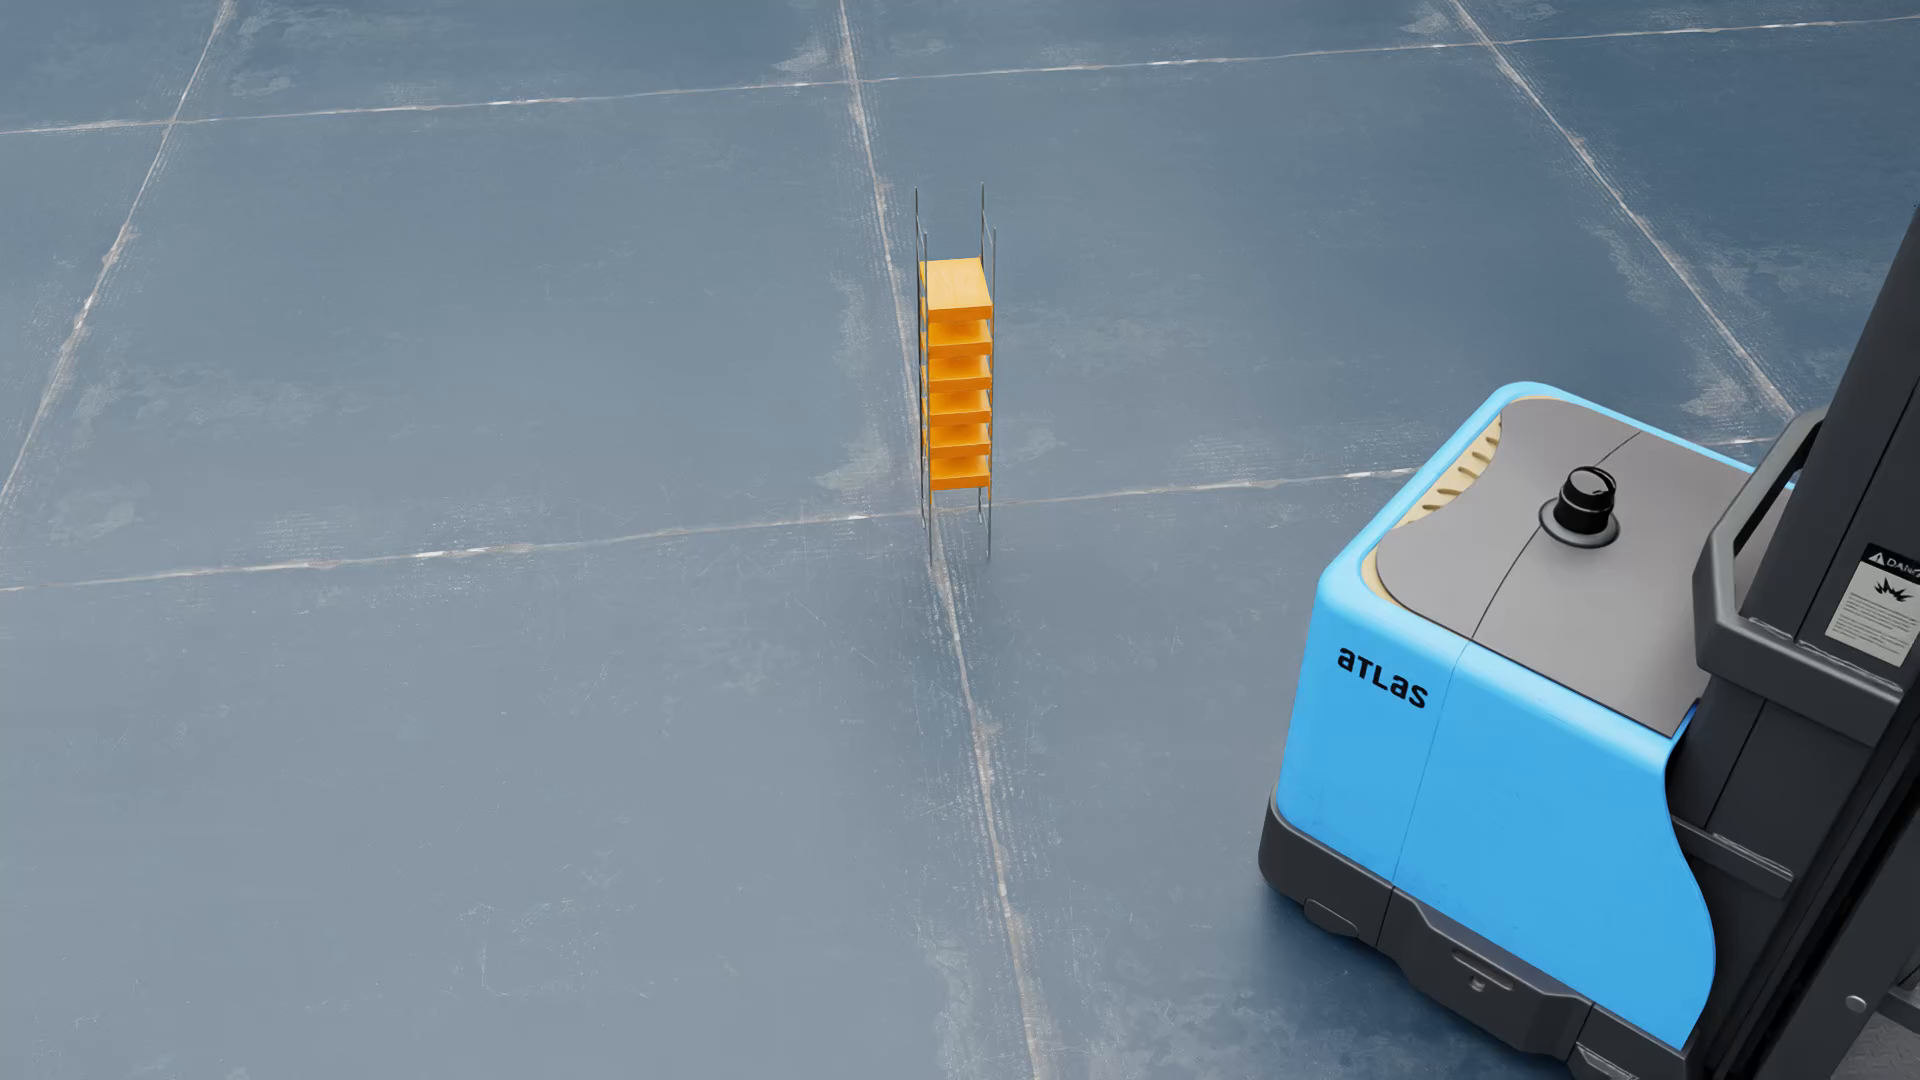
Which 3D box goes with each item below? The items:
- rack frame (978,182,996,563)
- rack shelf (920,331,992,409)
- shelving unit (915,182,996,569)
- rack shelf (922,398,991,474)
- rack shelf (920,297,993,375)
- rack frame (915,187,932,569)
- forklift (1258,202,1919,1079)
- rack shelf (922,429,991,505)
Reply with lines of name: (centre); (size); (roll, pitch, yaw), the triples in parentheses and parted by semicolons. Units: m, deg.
rack frame: (0.076, -0.452, 4.856); (0.006, 1.200, 0.240); (-5, 42, -6)
rack shelf: (-0.014, -0.500, 4.796); (0.180, 0.103, 0.258); (-5, 42, -6)
shelving unit: (-0.014, -0.444, 4.847); (0.189, 1.200, 0.258); (-5, 42, -6)
rack shelf: (-0.014, -0.322, 4.957); (0.180, 0.103, 0.258); (-5, 42, -6)
rack shelf: (-0.014, -0.589, 4.716); (0.180, 0.103, 0.258); (-5, 42, -6)
rack frame: (-0.105, -0.436, 4.838); (0.006, 1.200, 0.240); (-5, 42, -6)
forklift: (2.221, 0.199, 2.907); (3.031, 2.843, 1.129); (29, 49, 28)
rack shelf: (-0.014, -0.233, 5.037); (0.180, 0.103, 0.258); (-5, 42, -6)
